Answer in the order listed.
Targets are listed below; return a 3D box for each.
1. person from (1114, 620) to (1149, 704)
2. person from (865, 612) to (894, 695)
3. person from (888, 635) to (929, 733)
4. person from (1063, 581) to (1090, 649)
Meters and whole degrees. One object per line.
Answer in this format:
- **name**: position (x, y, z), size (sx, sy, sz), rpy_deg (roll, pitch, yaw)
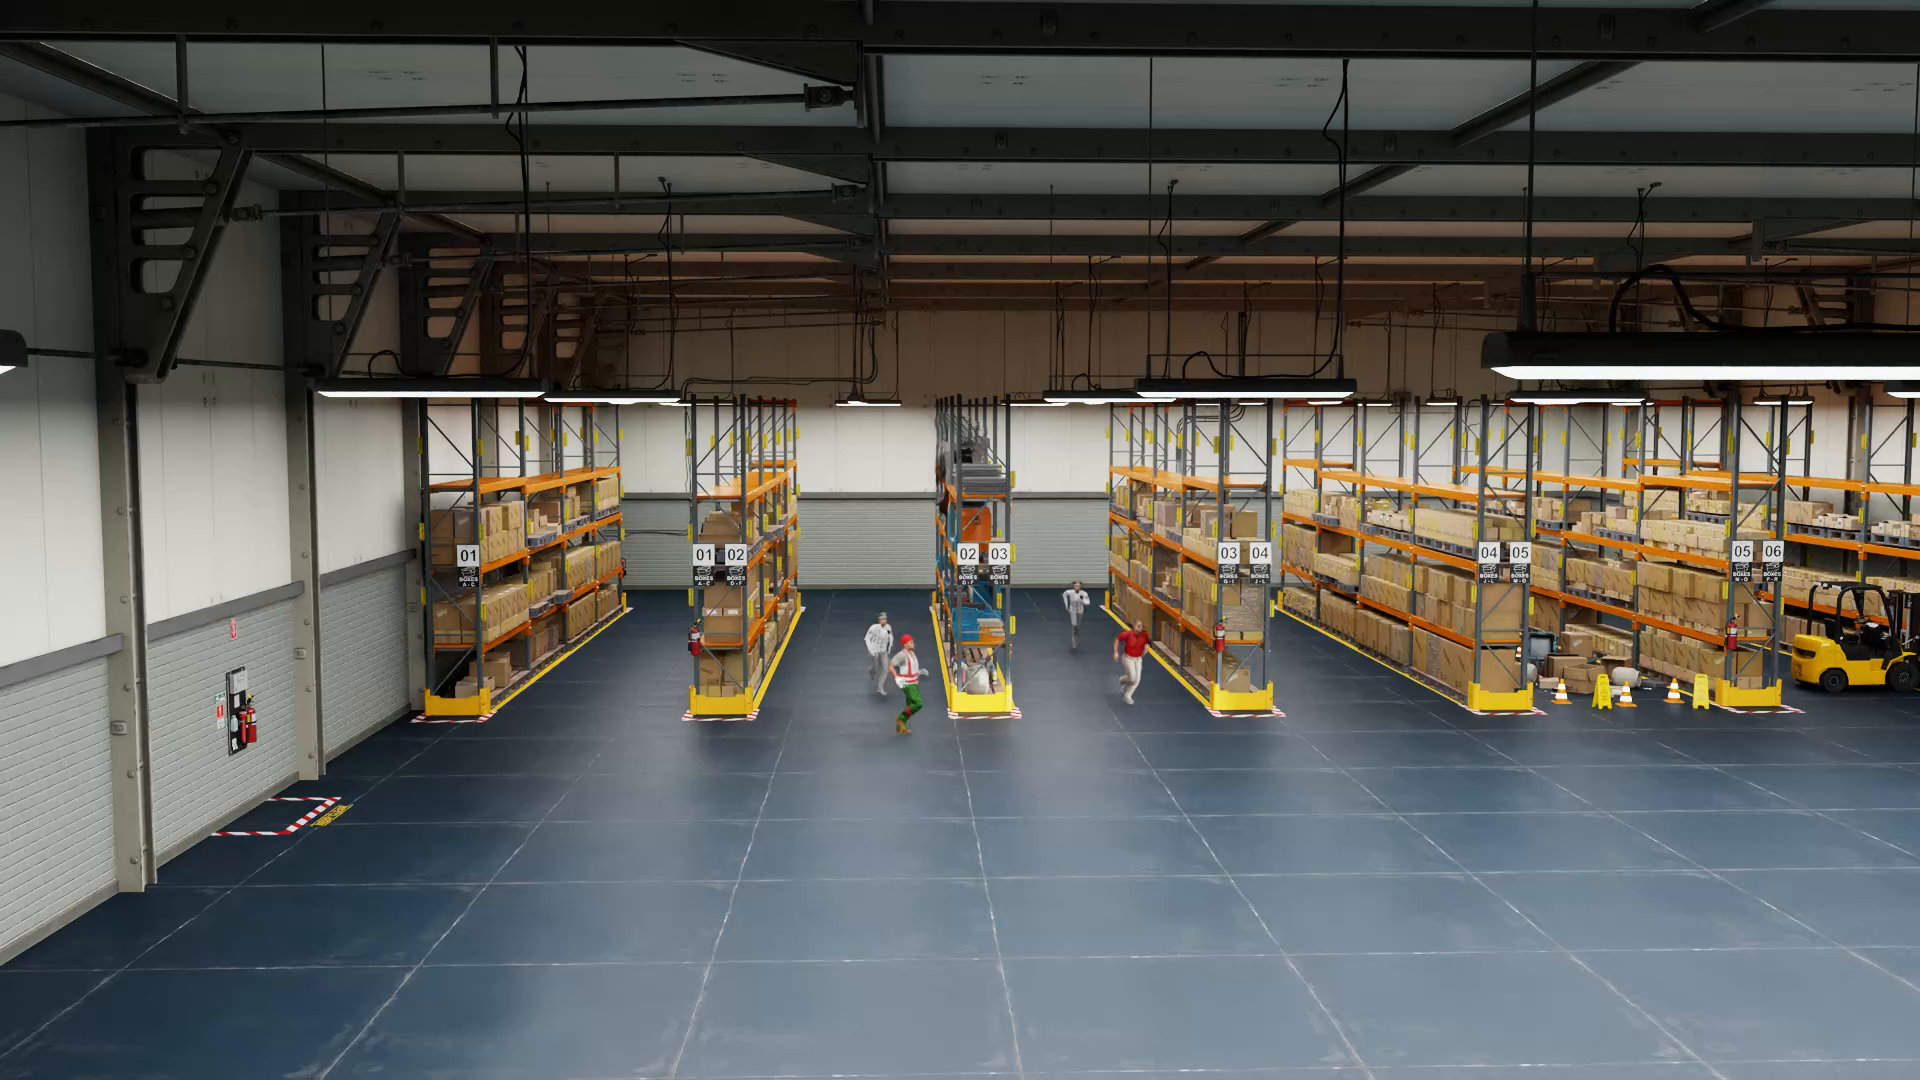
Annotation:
- **person**: position (3.367, 2.368, 32.356), size (0.652, 1.655, 0.748), rpy_deg (-3, 5, -29)
- **person**: position (-1.643, 2.274, 33.726), size (0.626, 1.676, 0.846), rpy_deg (-2, 5, -21)
- **person**: position (-0.858, 2.537, 29.210), size (0.615, 1.744, 0.650), rpy_deg (2, 5, 22)
- **person**: position (2.786, 1.765, 39.813), size (0.603, 1.648, 0.869), rpy_deg (0, 5, -4)
